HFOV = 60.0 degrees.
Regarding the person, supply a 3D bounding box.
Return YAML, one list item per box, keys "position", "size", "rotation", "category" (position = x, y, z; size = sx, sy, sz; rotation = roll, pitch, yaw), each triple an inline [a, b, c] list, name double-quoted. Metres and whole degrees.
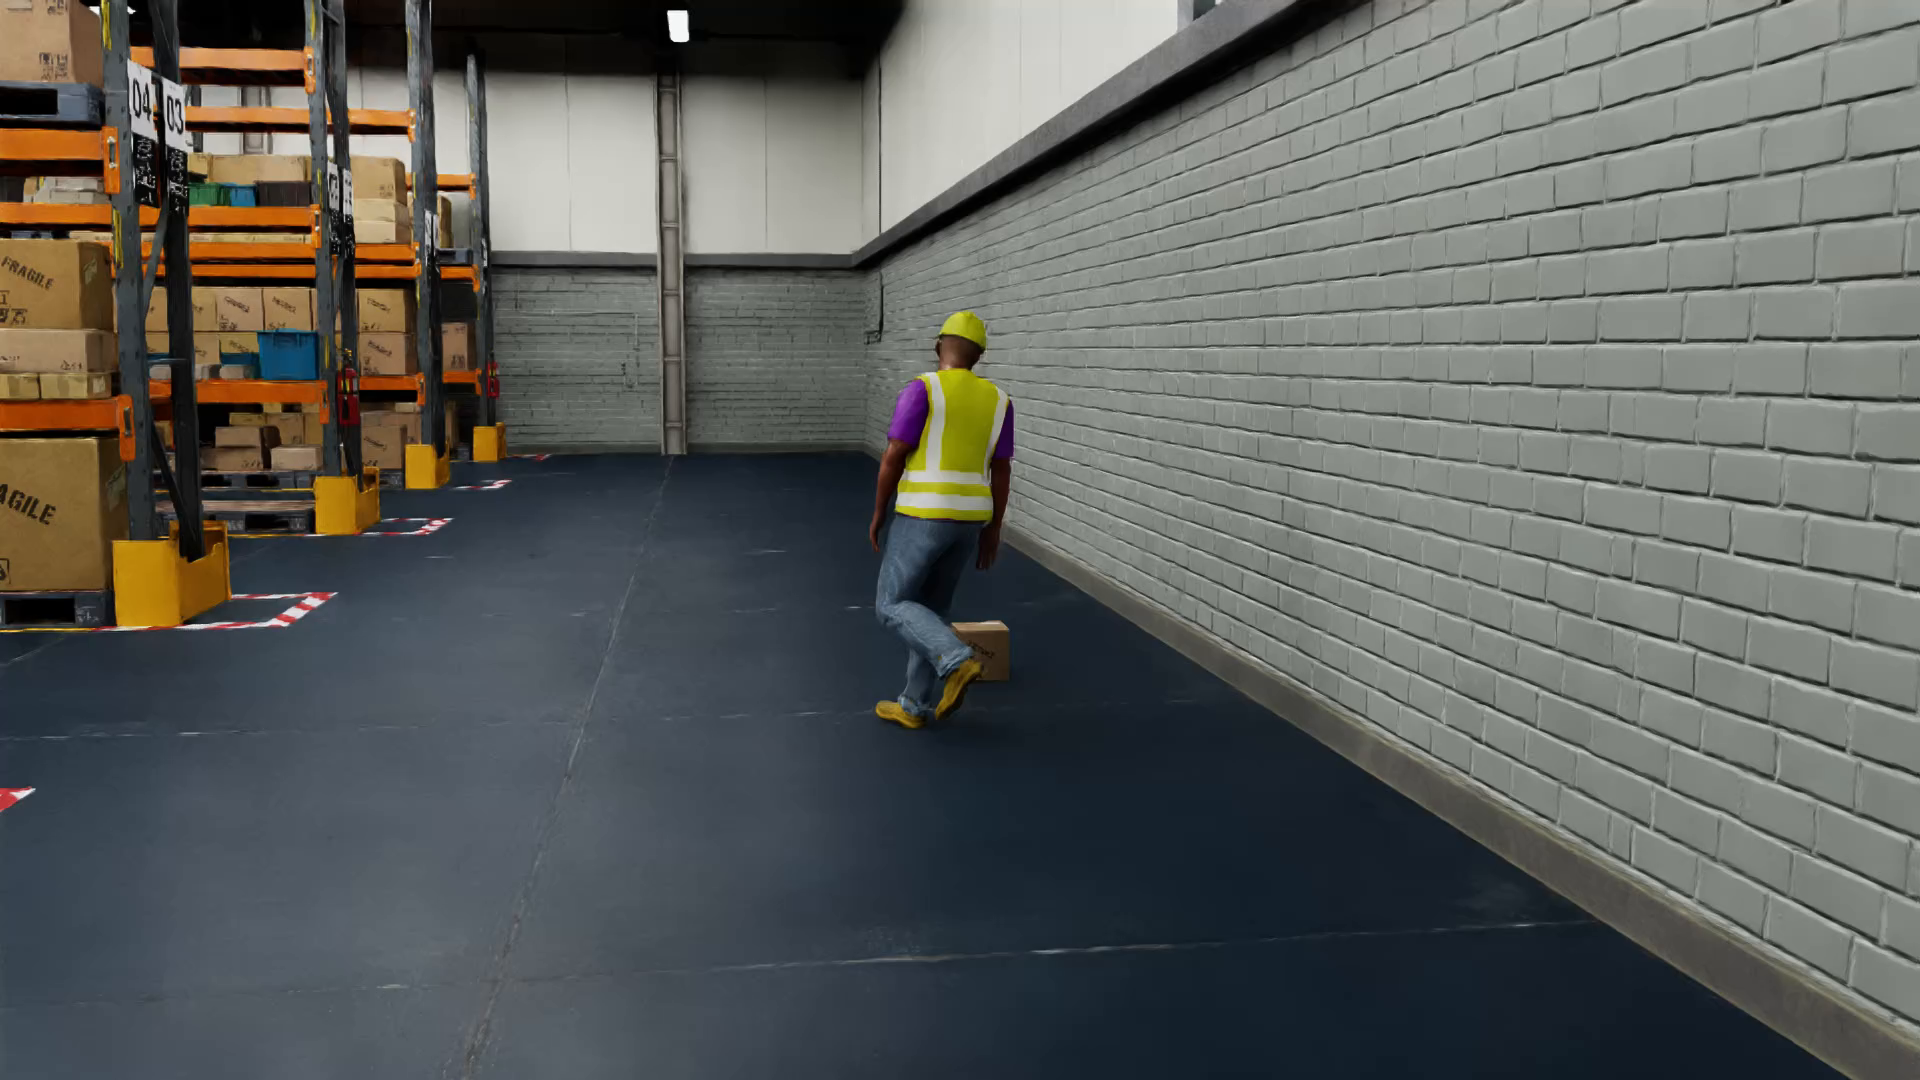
- position: [-0.045, -0.074, 6.892]
  size: [0.609, 1.745, 0.710]
  rotation: [-5, 8, -38]
  category: "person"
